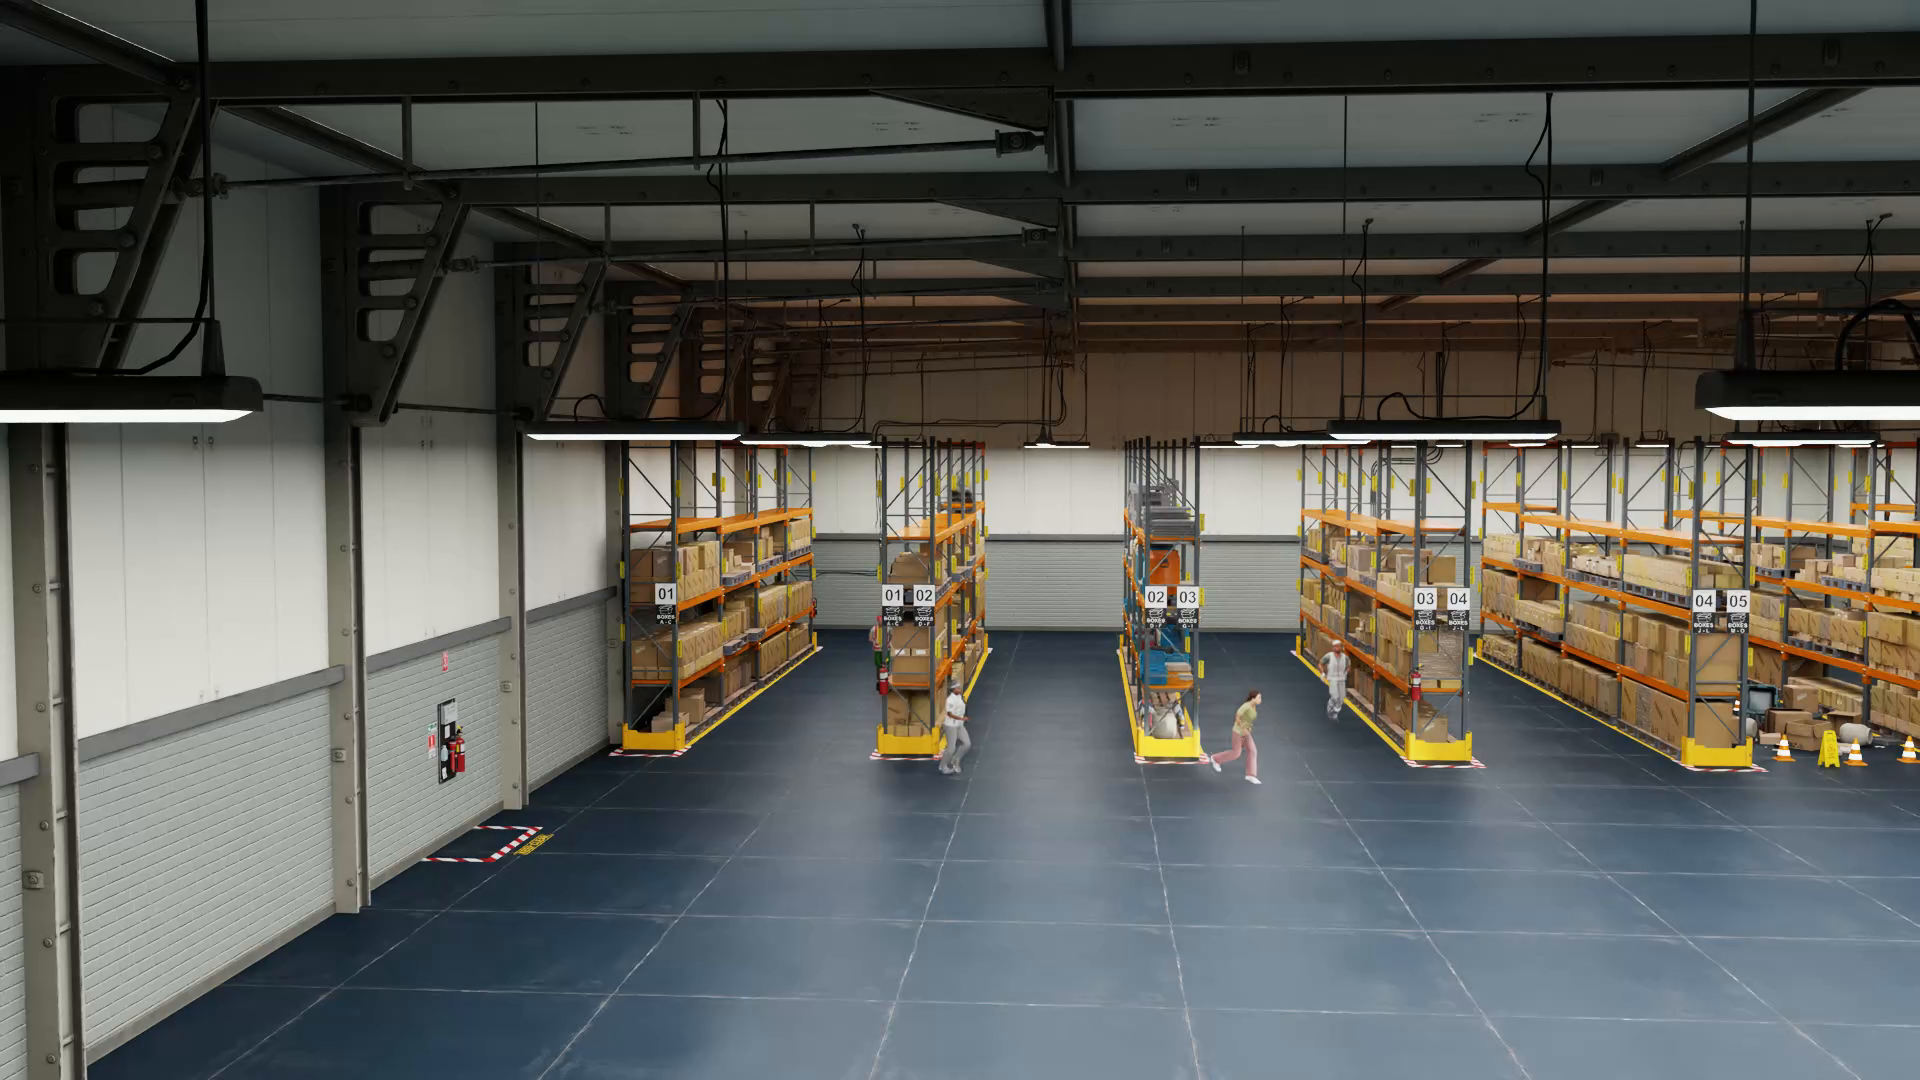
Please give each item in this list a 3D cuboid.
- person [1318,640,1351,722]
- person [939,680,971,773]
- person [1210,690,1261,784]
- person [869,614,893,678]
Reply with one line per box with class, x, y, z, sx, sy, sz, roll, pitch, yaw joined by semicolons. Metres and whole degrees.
person;7.916;2.967;34.894;0.643;1.743;0.615;0;3;-6
person;-0.052;3.315;29.485;0.675;1.710;0.597;2;4;31
person;4.814;3.392;28.936;0.952;1.625;0.595;2;3;27
person;-1.896;2.697;40.108;0.608;1.816;0.747;0;3;4
